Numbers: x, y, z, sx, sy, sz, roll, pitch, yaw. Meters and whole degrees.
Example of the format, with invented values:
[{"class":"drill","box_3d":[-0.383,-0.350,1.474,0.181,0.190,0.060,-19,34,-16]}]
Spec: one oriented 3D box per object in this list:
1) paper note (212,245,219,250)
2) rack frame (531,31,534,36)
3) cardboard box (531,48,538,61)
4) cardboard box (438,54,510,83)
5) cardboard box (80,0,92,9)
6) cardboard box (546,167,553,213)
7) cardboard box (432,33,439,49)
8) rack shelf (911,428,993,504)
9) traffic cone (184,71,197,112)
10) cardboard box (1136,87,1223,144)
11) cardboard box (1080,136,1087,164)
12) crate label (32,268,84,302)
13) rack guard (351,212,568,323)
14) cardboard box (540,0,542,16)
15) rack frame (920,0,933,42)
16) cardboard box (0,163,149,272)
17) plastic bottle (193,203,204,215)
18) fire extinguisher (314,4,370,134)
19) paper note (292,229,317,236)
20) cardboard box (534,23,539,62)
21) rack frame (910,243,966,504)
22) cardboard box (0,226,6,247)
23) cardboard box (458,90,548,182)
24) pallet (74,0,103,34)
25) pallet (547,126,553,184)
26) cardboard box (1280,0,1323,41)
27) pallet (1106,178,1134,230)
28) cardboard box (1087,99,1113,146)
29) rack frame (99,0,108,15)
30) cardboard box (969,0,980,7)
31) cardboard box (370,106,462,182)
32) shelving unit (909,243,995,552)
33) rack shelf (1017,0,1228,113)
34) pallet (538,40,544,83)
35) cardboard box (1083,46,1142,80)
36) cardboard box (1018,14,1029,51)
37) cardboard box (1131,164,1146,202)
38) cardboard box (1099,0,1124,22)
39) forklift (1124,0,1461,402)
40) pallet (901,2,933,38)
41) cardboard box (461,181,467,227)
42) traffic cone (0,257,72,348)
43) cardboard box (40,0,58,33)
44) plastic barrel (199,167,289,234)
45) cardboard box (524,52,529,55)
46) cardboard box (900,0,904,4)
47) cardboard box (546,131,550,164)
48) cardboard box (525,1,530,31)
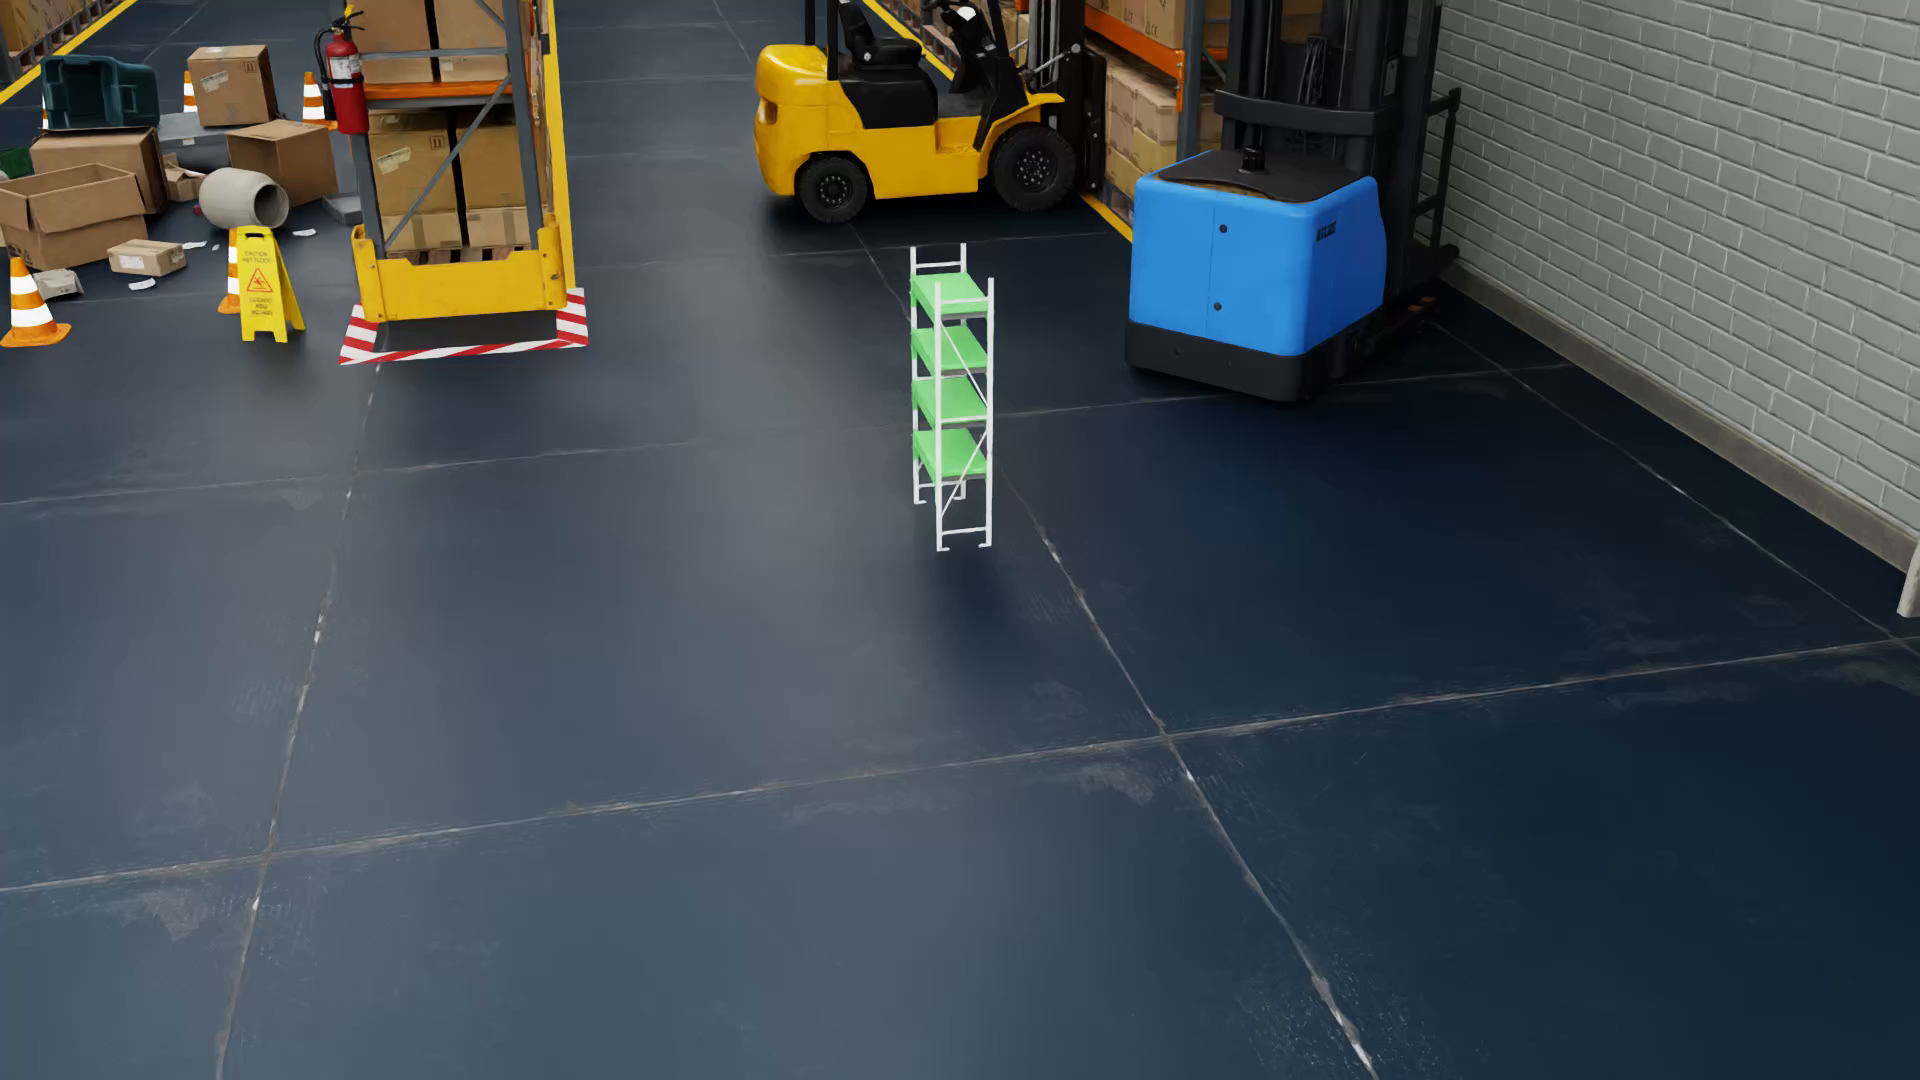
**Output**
[{"class":"paper note","box_3d":[-4.974,-1.955,11.112,0.032,0.001,0.123,-6,27,-12]},{"class":"rack frame","box_3d":[-3.855,-4.470,12.777,1.000,3.000,0.127,-6,27,-12]},{"class":"cardboard box","box_3d":[-3.344,-3.309,12.230,0.500,0.500,0.500,-5,27,-11]},{"class":"cardboard box","box_3d":[-2.829,-2.772,9.692,0.380,0.149,0.250,-6,27,-11]},{"class":"cardboard box","box_3d":[-10.046,-6.207,18.527,0.500,0.500,0.500,-6,27,-13]},{"class":"cardboard box","box_3d":[-2.974,-2.281,11.025,0.500,0.250,0.500,-5,27,-10]},{"class":"cardboard box","box_3d":[-3.457,-3.195,10.531,0.380,0.149,0.250,-6,27,-11]},{"class":"rack shelf","box_3d":[-0.037,-0.337,7.261,0.258,0.148,0.480,-6,27,-12]},{"class":"traffic cone","box_3d":[-6.538,-3.765,14.196,0.336,0.463,0.334,-6,27,-12]},{"class":"cardboard box","box_3d":[1.474,-2.796,10.937,0.500,0.250,0.500,-5,27,-10]},{"class":"cardboard box","box_3d":[1.122,-3.019,12.488,0.500,0.250,0.500,-5,27,-10]},{"class":"crate label","box_3d":[-5.550,-1.571,10.210,0.250,0.136,0.298,-23,35,-38]},{"class":"rack guard","box_3d":[-2.971,-1.631,9.927,1.175,0.500,0.348,-6,27,-12]},{"class":"cardboard box","box_3d":[-5.028,-6.168,18.034,0.875,0.875,0.875,-6,27,-11]},{"class":"rack frame","box_3d":[0.078,-6.732,17.258,1.000,3.000,0.127,-6,27,-12]},{"class":"cardboard box","box_3d":[-5.816,-2.113,10.879,0.637,0.503,0.797,19,32,32]},{"class":"plastic bottle","box_3d":[-5.392,-2.401,11.939,0.133,0.061,0.283,-1,27,-3]},{"class":"fire extinguisher","box_3d":[-3.377,-2.582,9.123,0.296,0.674,0.183,-6,27,-12]},{"class":"paper note","box_3d":[-4.490,-2.112,11.400,0.142,0.019,0.148,-16,31,-29]},{"class":"cardboard box","box_3d":[-4.465,-4.668,15.620,0.950,0.372,0.625,-6,27,-13]},{"class":"rack frame","box_3d":[-0.092,-0.715,7.336,0.240,1.200,0.015,-6,27,-12]},{"class":"cardboard box","box_3d":[-6.474,-2.135,11.185,0.396,0.266,0.258,-1,27,-3]},{"class":"cardboard box","box_3d":[-2.994,-2.630,10.885,0.500,0.500,0.500,-7,28,-14]},{"class":"pallet","box_3d":[-10.281,-5.848,18.603,1.003,0.211,1.213,-6,27,-12]},{"class":"pallet","box_3d":[-3.670,-2.934,12.828,1.003,0.211,1.213,-6,27,-12]},{"class":"cardboard box","box_3d":[2.040,-3.510,10.764,0.500,0.500,0.500,-5,27,-10]},{"class":"pallet","box_3d":[1.668,-2.306,11.585,1.003,0.211,1.213,-6,27,-12]},{"class":"cardboard box","box_3d":[1.228,-3.030,11.956,0.500,0.250,0.500,-7,28,-13]},{"class":"rack frame","box_3d":[-10.458,-7.435,18.651,1.000,3.000,0.127,-6,27,-12]},{"class":"cardboard box","box_3d":[0.512,-5.002,16.001,0.875,0.625,0.625,-7,28,-14]},{"class":"cardboard box","box_3d":[-3.509,-2.563,10.751,0.500,0.500,0.500,-5,27,-10]},{"class":"shelving unit","box_3d":[-0.037,-0.608,7.124,0.258,1.200,0.503,-6,27,-12]},{"class":"rack shelf","box_3d":[1.431,-3.776,12.201,1.077,0.370,4.000,-6,27,-12]},{"class":"pallet","box_3d":[-4.582,-4.638,16.204,1.003,0.211,1.213,-6,27,-12]},{"class":"cardboard box","box_3d":[1.123,-3.464,12.259,0.500,0.250,0.500,-7,28,-13]},{"class":"cardboard box","box_3d":[0.783,-4.138,13.595,0.500,0.250,0.500,-6,27,-12]},{"class":"cardboard box","box_3d":[1.468,-2.354,11.170,0.500,0.250,0.500,-6,27,-11]},{"class":"cardboard box","box_3d":[1.291,-3.907,11.551,0.500,0.500,0.500,-6,27,-13]},{"class":"forklift","box_3d":[2.175,-2.618,9.185,1.130,2.935,3.031,19,32,32]},{"class":"pallet","box_3d":[-0.053,-5.818,18.543,1.003,0.211,1.213,-6,27,-12]},{"class":"cardboard box","box_3d":[-3.507,-2.230,10.924,0.500,0.250,0.500,-6,27,-11]},{"class":"traffic cone","box_3d":[-5.312,-1.377,9.465,0.336,0.463,0.334,-6,27,-12]},{"class":"cardboard box","box_3d":[-9.705,-5.532,17.189,0.500,0.500,0.500,-7,28,-13]},{"class":"plastic barrel","box_3d":[-4.894,-2.317,11.370,0.512,0.421,0.421,13,30,24]},{"class":"cardboard box","box_3d":[-2.893,-3.122,10.385,0.380,0.149,0.250,-6,27,-11]},{"class":"cardboard box","box_3d":[-0.450,-6.417,18.943,0.500,0.500,0.500,-5,27,-9]},{"class":"cardboard box","box_3d":[-3.331,-2.965,12.381,0.500,0.250,0.500,-7,28,-13]},{"class":"cardboard box","box_3d":[-2.910,-3.354,10.126,0.500,0.500,0.500,-5,27,-10]}]
